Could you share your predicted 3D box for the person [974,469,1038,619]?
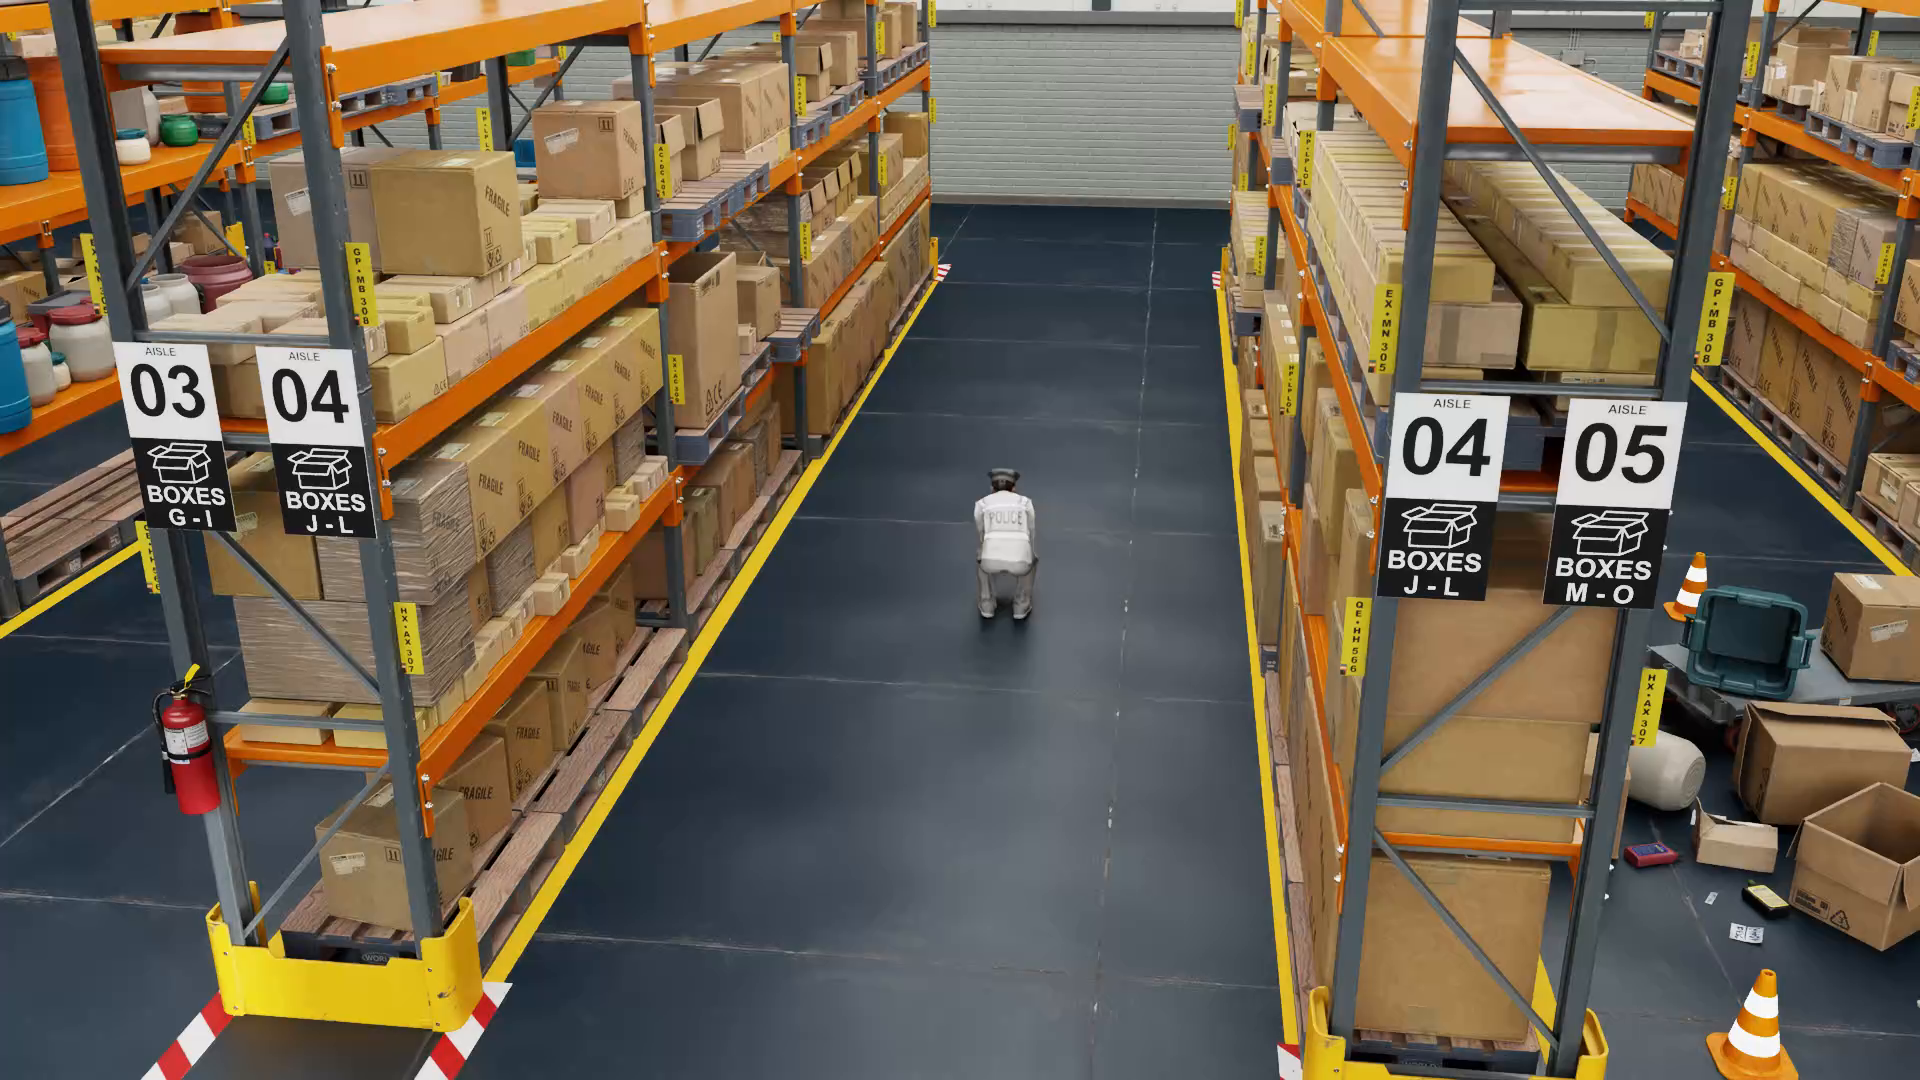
[{"bbox_3d":[0.329,0.023,11.989,0.464,0.978,0.851,2,21,5],"label":"person"}]
